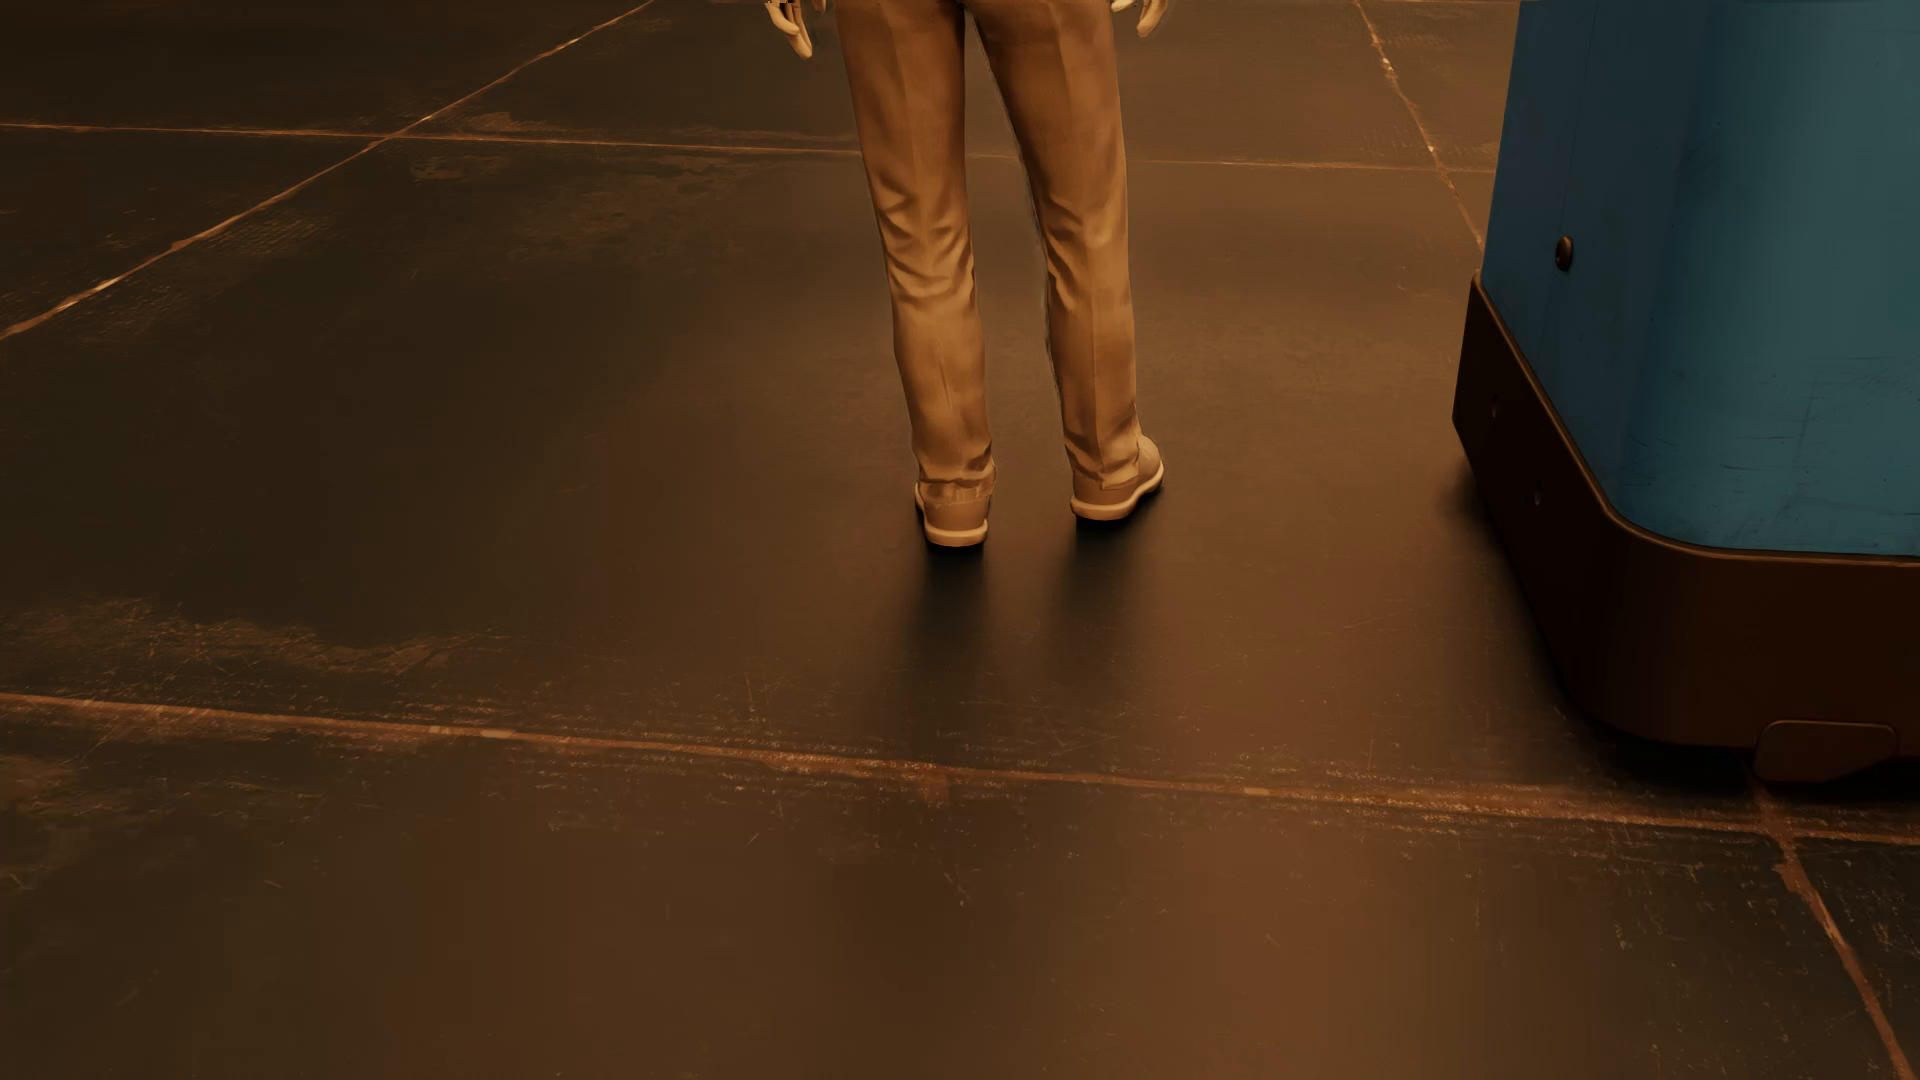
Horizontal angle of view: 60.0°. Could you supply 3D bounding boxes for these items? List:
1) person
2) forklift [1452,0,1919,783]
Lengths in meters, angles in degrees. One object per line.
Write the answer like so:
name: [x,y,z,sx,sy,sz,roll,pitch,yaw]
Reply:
person: [0.013,-0.794,2.182,0.602,1.693,0.509,2,27,5]
forklift: [2.272,-1.185,1.593,3.031,2.935,1.130,3,27,5]
